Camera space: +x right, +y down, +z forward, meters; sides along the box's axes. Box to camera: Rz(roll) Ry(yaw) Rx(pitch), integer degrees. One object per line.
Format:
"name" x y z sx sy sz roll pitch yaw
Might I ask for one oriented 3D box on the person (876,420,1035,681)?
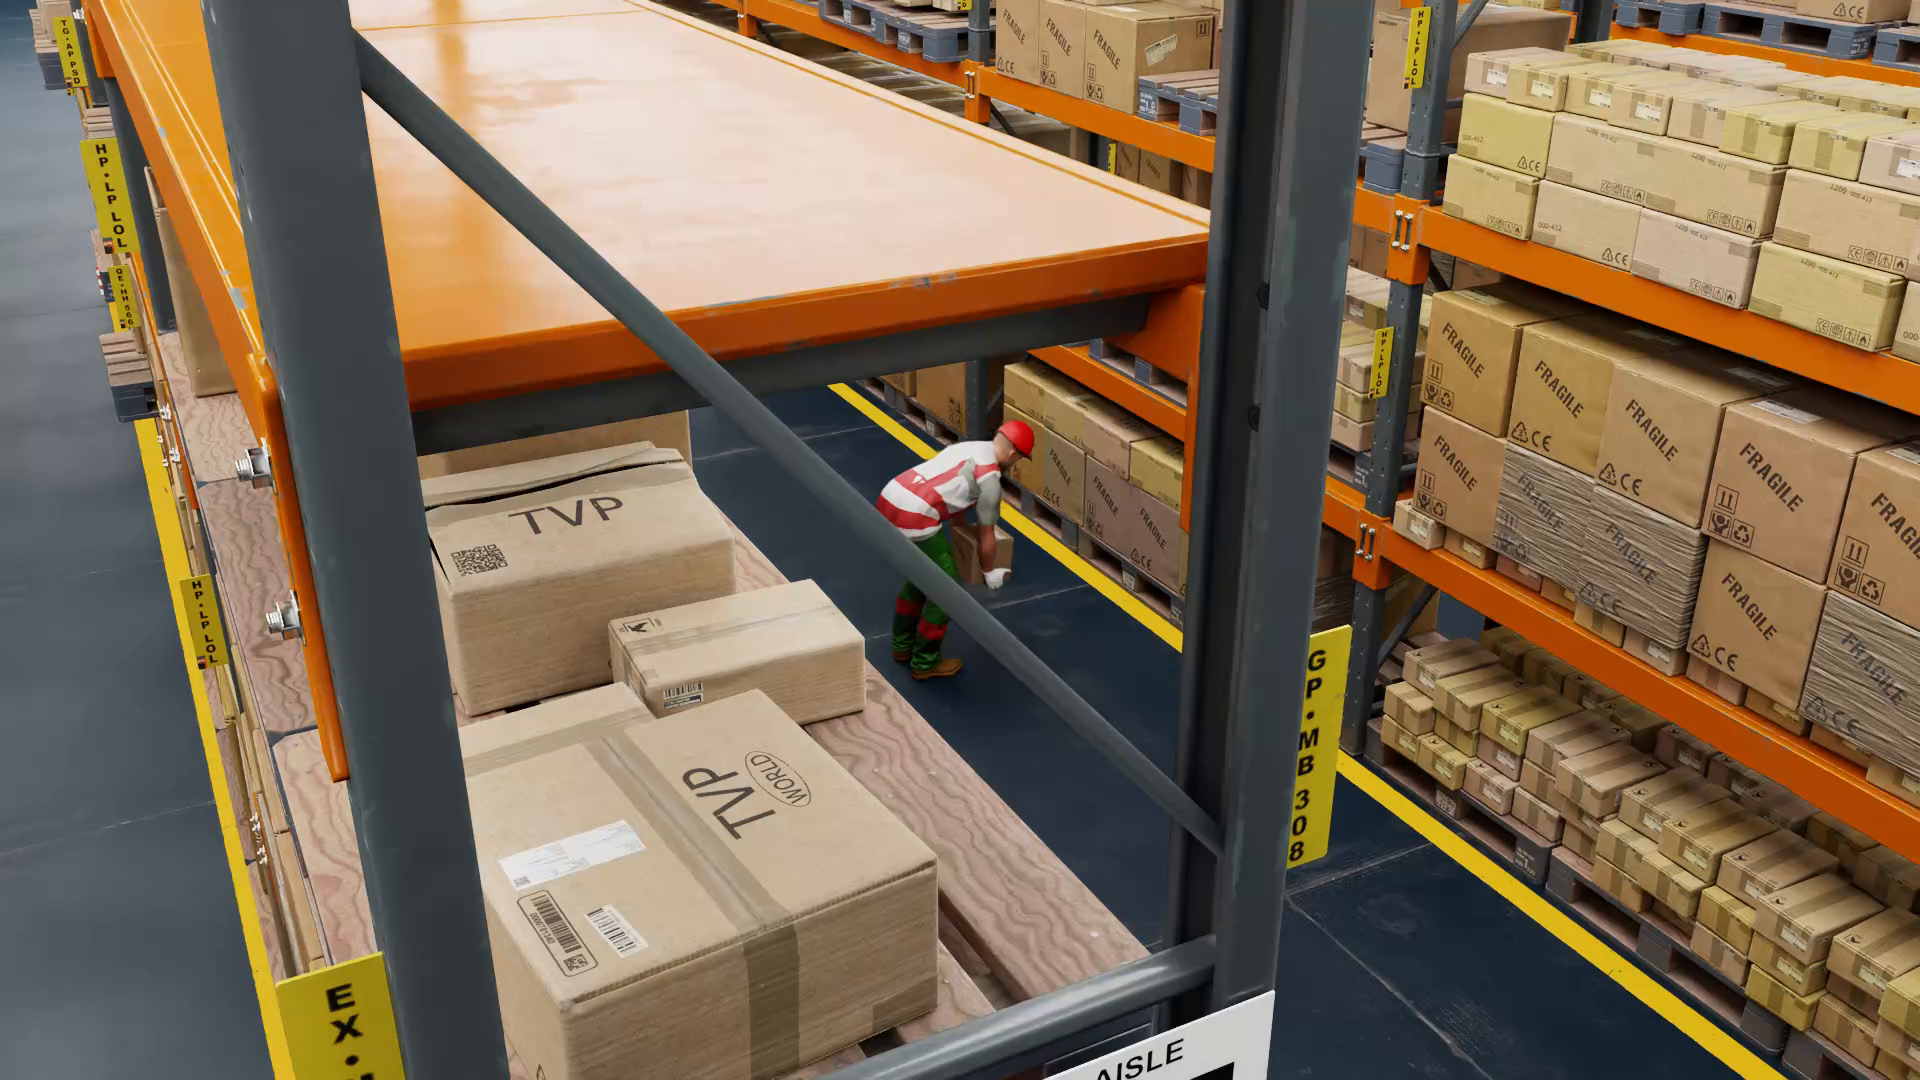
"person" -0.005 0.038 9.027 0.914 1.335 0.487 -14 28 -26
